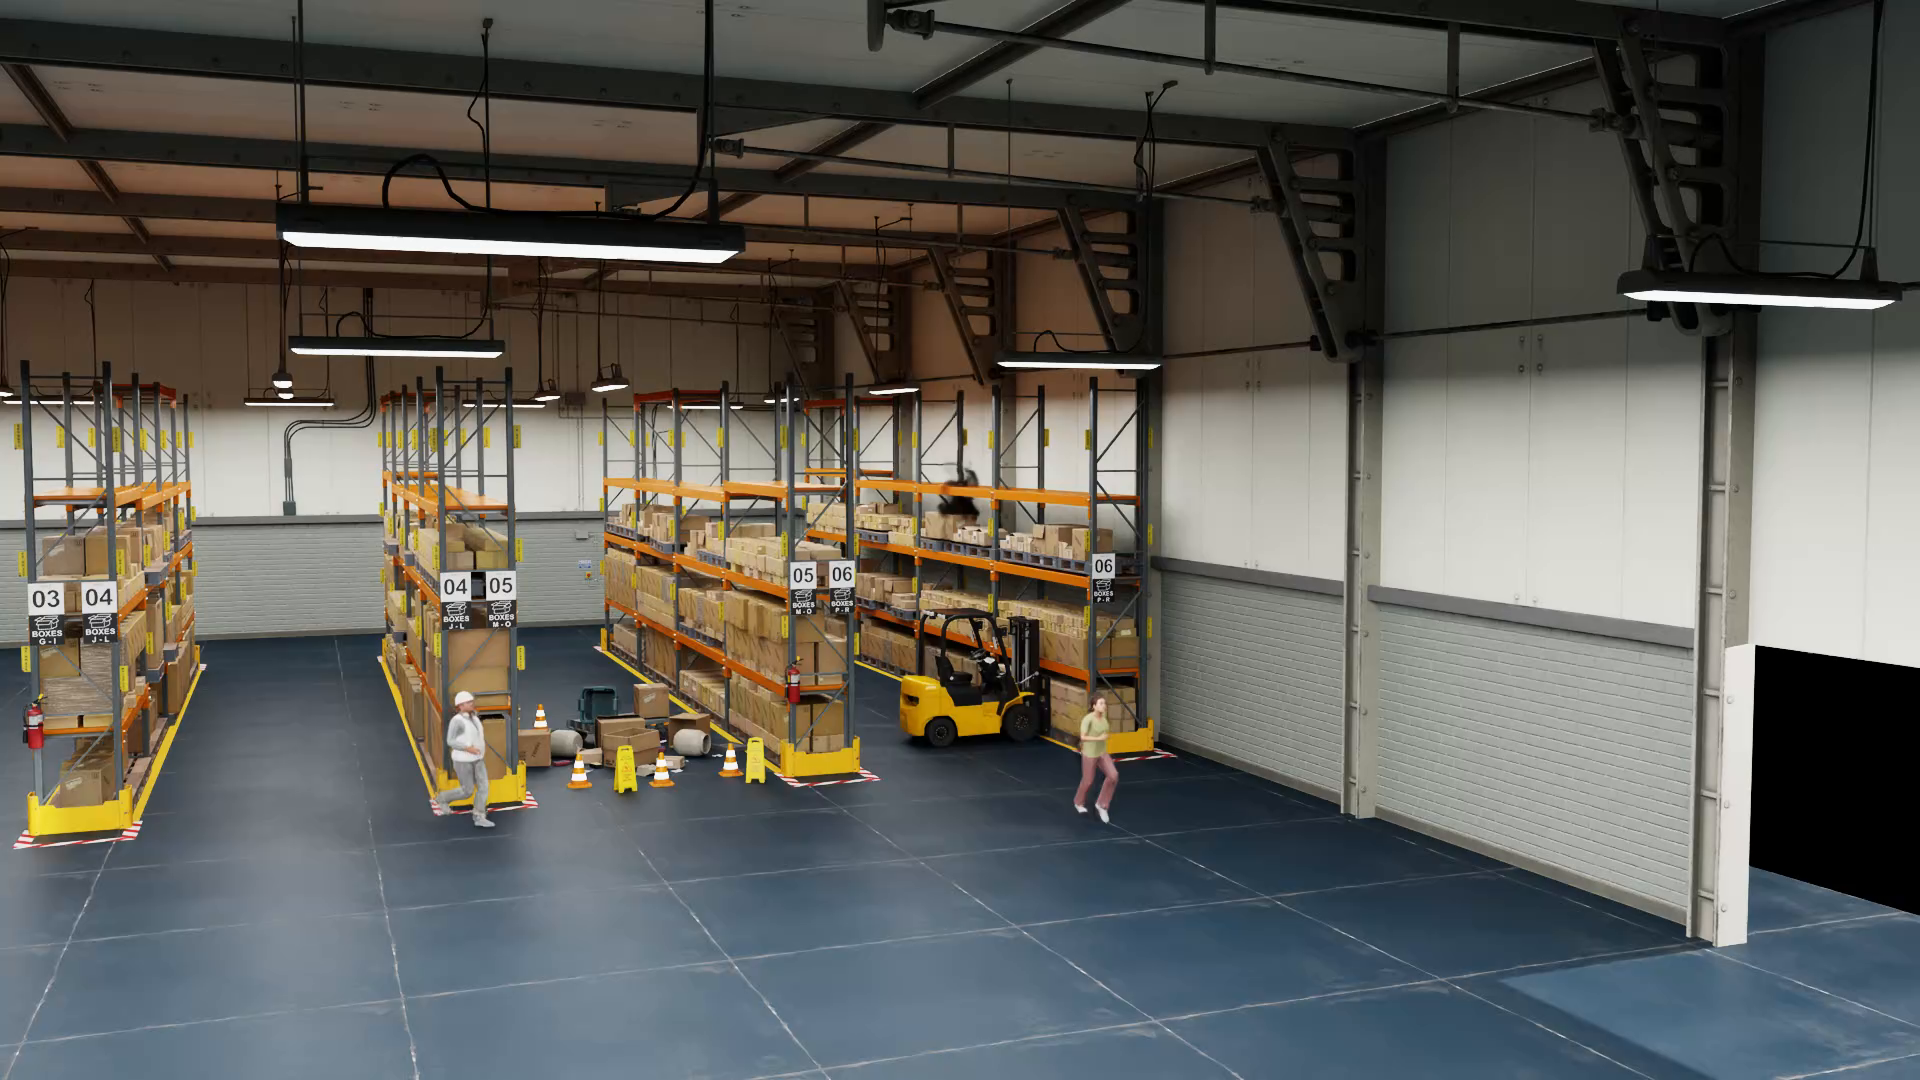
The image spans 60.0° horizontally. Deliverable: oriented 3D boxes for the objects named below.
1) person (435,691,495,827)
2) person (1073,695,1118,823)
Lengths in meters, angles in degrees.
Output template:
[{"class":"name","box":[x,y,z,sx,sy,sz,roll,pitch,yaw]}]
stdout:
[{"class":"person","box":[-6.391,2.833,21.548,0.841,1.751,0.660,1,4,21]},{"class":"person","box":[1.757,2.852,21.910,0.601,1.681,0.802,-3,4,-36]}]
